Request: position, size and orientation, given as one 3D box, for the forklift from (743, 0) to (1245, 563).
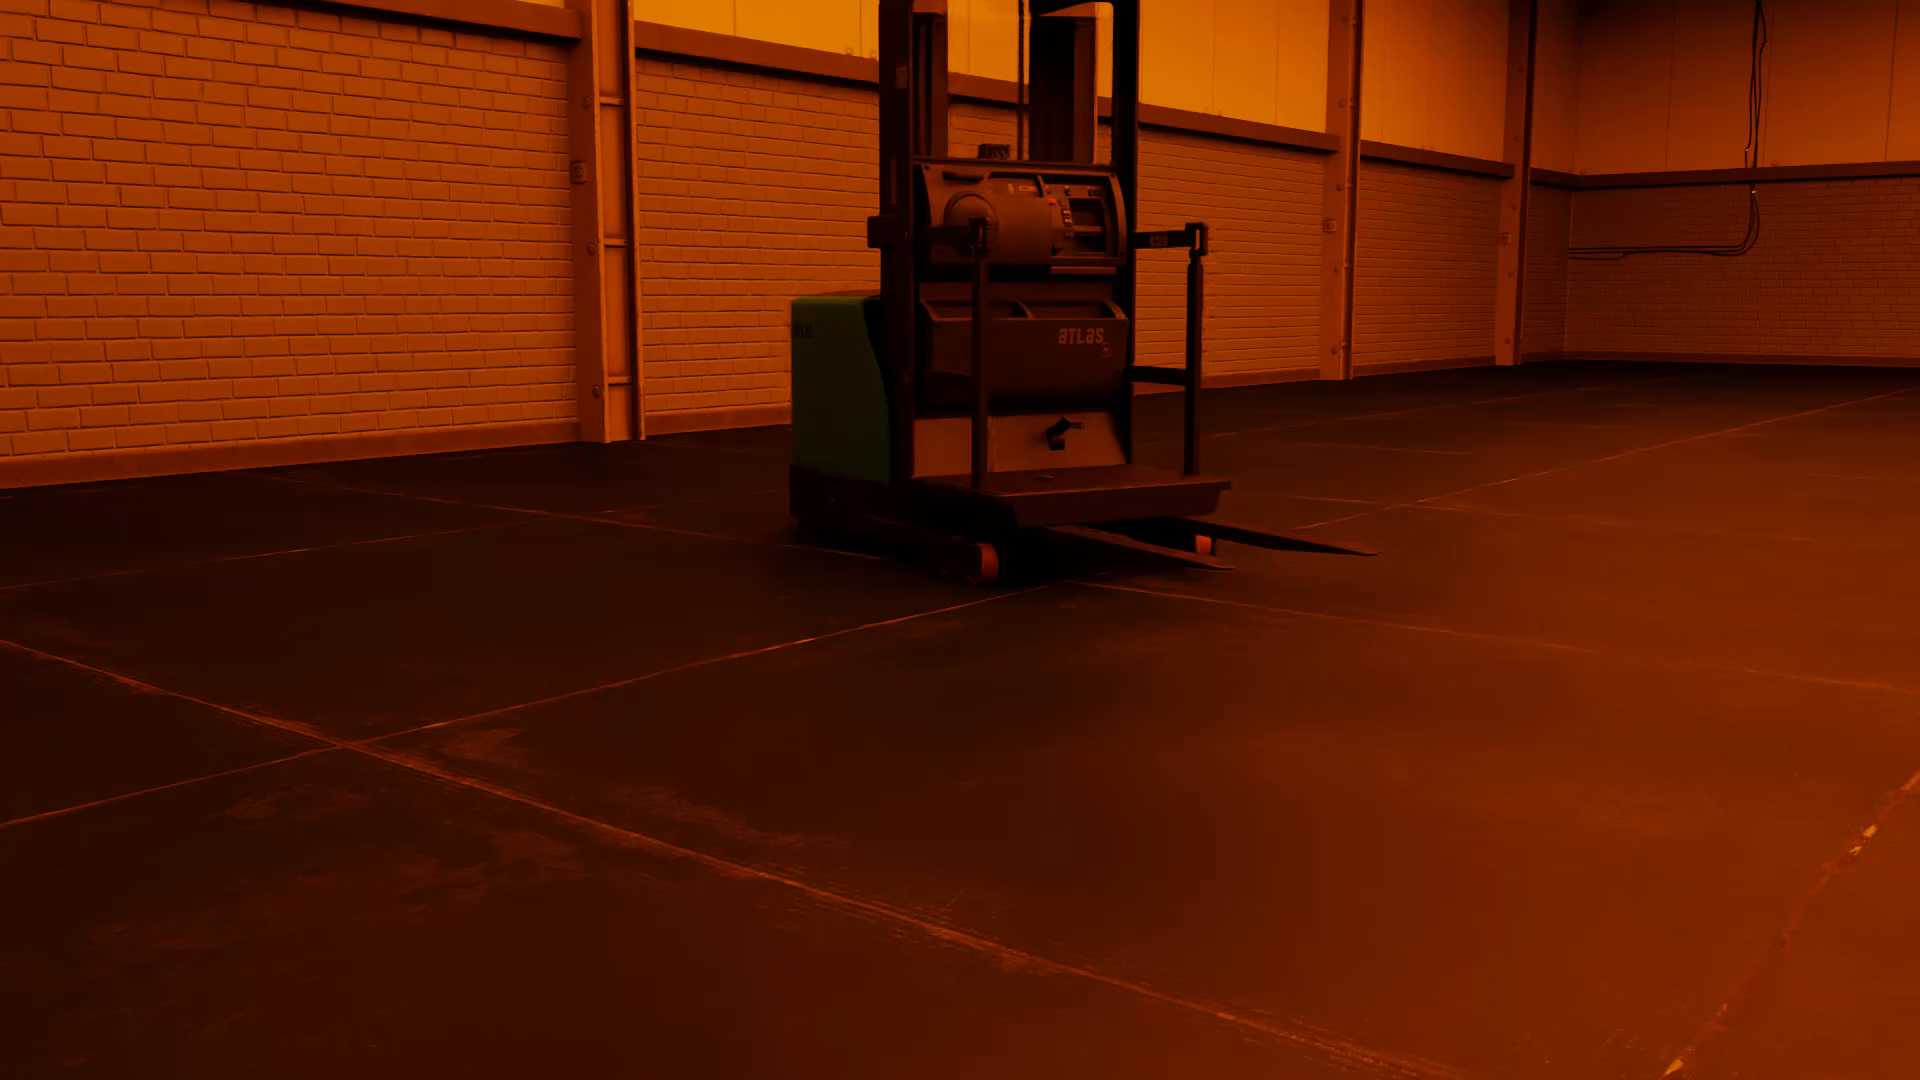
[{"bbox_3d":[0.363,-1.526,7.714,1.130,2.935,3.031,6,10,36],"label":"forklift"}]
